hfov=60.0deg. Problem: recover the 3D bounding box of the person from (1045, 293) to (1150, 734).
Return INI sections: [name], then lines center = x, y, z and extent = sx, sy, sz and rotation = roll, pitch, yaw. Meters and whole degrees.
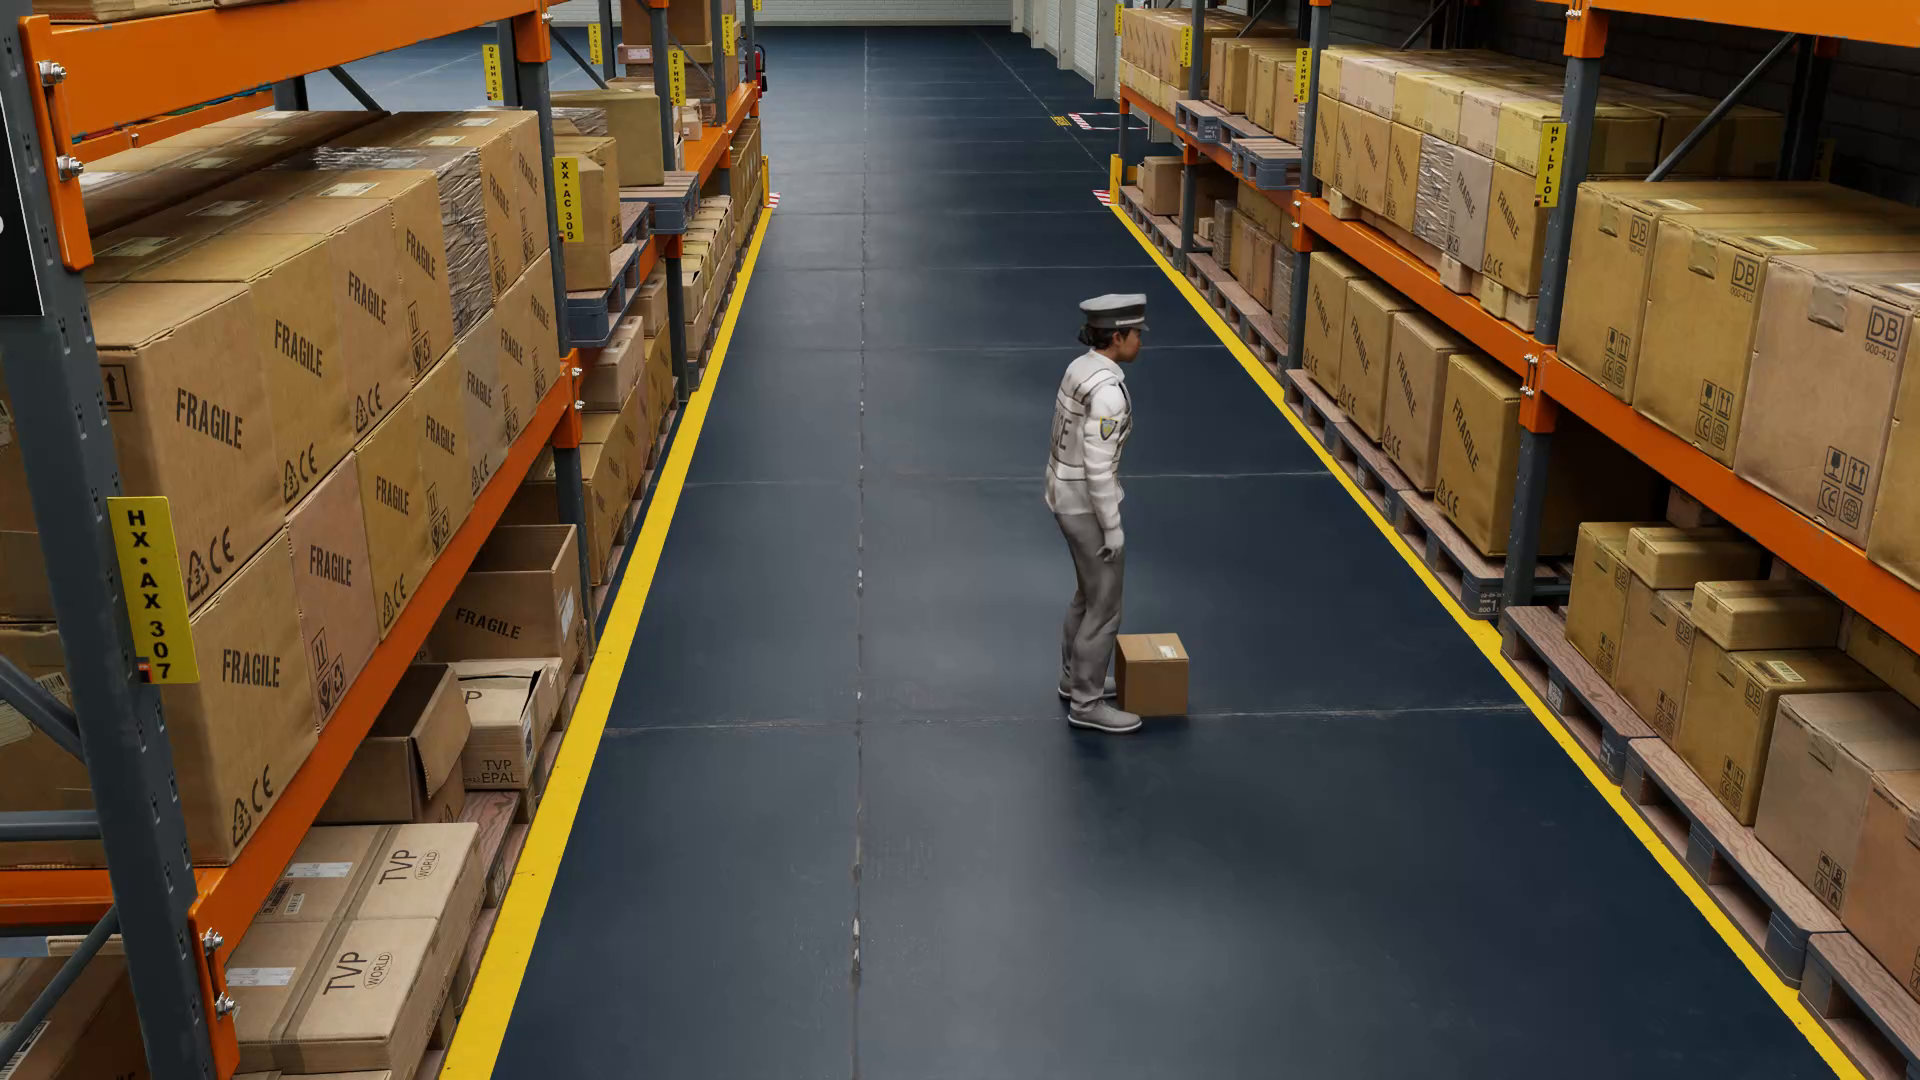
[person]
center = 0.520, -0.114, 6.380
extent = 0.374, 1.661, 0.534
rotation = -2, 21, -6
